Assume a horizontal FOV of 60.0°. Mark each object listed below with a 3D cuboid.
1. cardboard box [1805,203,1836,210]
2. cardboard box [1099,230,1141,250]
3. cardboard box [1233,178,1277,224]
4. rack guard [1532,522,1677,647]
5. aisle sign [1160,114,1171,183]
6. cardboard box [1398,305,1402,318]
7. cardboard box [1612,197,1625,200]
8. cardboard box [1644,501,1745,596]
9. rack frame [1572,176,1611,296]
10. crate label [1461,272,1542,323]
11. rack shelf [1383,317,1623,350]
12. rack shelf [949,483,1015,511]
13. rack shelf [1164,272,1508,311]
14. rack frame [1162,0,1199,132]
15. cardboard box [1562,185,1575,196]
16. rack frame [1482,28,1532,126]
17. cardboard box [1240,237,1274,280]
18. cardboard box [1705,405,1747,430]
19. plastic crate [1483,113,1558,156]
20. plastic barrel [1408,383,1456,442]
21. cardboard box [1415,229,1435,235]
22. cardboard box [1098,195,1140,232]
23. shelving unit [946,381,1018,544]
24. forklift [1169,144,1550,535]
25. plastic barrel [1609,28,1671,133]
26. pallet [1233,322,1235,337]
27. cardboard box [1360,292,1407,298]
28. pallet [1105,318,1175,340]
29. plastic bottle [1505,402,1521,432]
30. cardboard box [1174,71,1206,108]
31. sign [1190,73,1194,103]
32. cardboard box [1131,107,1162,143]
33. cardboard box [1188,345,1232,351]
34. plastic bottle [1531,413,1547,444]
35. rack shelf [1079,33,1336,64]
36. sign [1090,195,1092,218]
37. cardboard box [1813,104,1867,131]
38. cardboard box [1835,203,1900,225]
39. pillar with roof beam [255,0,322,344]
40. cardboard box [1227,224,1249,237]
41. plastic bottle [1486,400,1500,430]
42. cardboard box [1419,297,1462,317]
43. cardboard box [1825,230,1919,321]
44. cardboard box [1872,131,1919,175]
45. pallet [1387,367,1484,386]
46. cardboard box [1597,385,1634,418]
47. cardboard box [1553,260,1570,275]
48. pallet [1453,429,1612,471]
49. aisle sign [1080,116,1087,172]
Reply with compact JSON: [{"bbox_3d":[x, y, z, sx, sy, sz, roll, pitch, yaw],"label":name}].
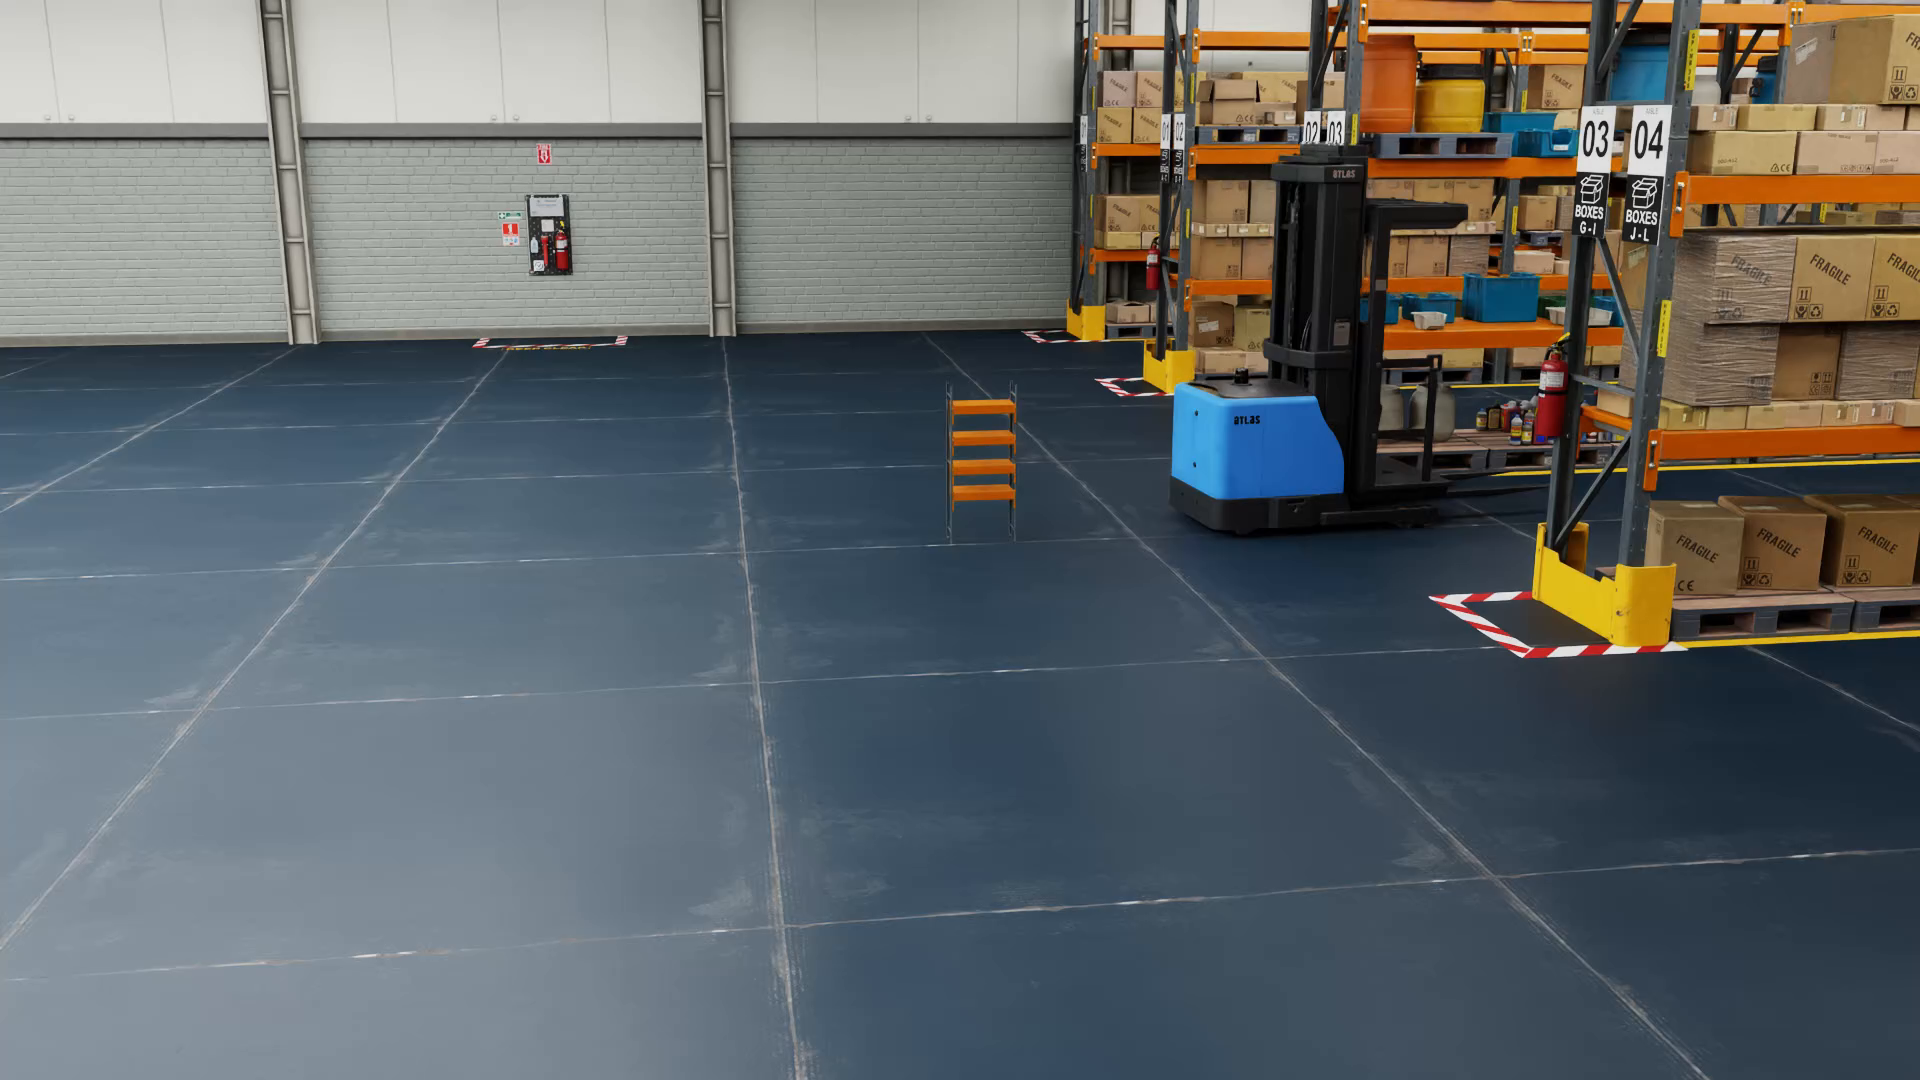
[{"bbox_3d":[13.255,-5.079,25.948,0.500,0.500,0.500,-2,14,-9],"label":"cardboard box"},{"bbox_3d":[2.337,-4.397,24.355,0.500,0.250,0.500,-3,14,-10],"label":"cardboard box"},{"bbox_3d":[3.584,-4.041,19.797,0.500,0.500,0.700,-2,14,-10],"label":"cardboard box"},{"bbox_3d":[4.096,0.265,10.636,0.348,0.500,1.175,-2,14,-8],"label":"rack guard"},{"bbox_3d":[2.441,-4.657,19.779,0.004,0.787,0.394,-2,14,-8],"label":"aisle sign"},{"bbox_3d":[5.089,-2.602,20.180,0.500,0.500,0.500,-2,14,-8],"label":"cardboard box"},{"bbox_3d":[10.234,-5.330,25.410,0.500,0.250,0.500,-2,14,-7],"label":"cardboard box"},{"bbox_3d":[4.641,0.046,10.648,0.500,0.500,0.500,1,14,2],"label":"cardboard box"},{"bbox_3d":[9.718,-4.809,25.730,0.127,3.000,1.000,-2,14,-8],"label":"rack frame"},{"bbox_3d":[5.063,-2.285,15.593,0.616,0.435,0.502,-2,14,-8],"label":"crate label"},{"bbox_3d":[5.261,-1.859,15.448,4.000,0.370,1.077,-2,14,-8],"label":"rack shelf"},{"bbox_3d":[0.164,-0.330,12.664,0.480,0.148,0.258,-2,14,-8],"label":"rack shelf"},{"bbox_3d":[4.527,-3.051,20.199,4.000,0.370,1.077,-2,14,-8],"label":"rack shelf"},{"bbox_3d":[2.549,-6.237,19.093,0.127,3.000,1.000,-2,14,-8],"label":"rack frame"},{"bbox_3d":[9.382,-5.365,25.506,0.250,0.149,0.380,-4,15,-16],"label":"cardboard box"},{"bbox_3d":[6.505,-6.382,19.671,0.127,3.000,1.000,-2,14,-8],"label":"rack frame"},{"bbox_3d":[3.531,-3.410,19.946,0.500,0.500,0.700,-2,14,-7],"label":"cardboard box"},{"bbox_3d":[4.589,-0.780,10.182,0.250,0.149,0.380,-2,14,-8],"label":"cardboard box"},{"bbox_3d":[5.124,-3.724,15.273,0.575,0.384,0.392,-2,14,-8],"label":"plastic crate"},{"bbox_3d":[4.419,-1.193,15.564,0.421,0.512,0.421,0,14,0],"label":"plastic barrel"},{"bbox_3d":[5.505,-3.746,19.952,0.250,0.149,0.380,-2,14,-8],"label":"cardboard box"},{"bbox_3d":[2.324,-4.764,24.279,0.500,0.500,0.500,-2,14,-8],"label":"cardboard box"},{"bbox_3d":[0.164,-0.588,12.600,0.503,1.200,0.258,-2,14,-8],"label":"shelving unit"},{"bbox_3d":[3.284,-1.633,13.208,3.031,2.935,1.130,-4,15,-14],"label":"forklift"},{"bbox_3d":[6.239,-4.172,15.131,0.708,0.901,0.600,-2,14,-8],"label":"plastic barrel"},{"bbox_3d":[3.895,-3.233,25.180,1.213,0.211,1.003,-2,14,-8],"label":"pallet"},{"bbox_3d":[6.488,-3.695,25.525,0.500,0.500,0.700,-2,14,-6],"label":"cardboard box"},{"bbox_3d":[2.691,-3.190,25.007,1.213,0.211,1.003,-2,14,-8],"label":"pallet"},{"bbox_3d":[5.304,-1.181,15.942,0.133,0.283,0.061,-2,14,-8],"label":"plastic bottle"},{"bbox_3d":[3.233,-6.500,24.004,0.500,0.500,0.500,-2,14,-7],"label":"cardboard box"},{"bbox_3d":[2.626,-5.111,18.809,0.005,0.325,0.100,-2,14,-8],"label":"sign"},{"bbox_3d":[2.712,-5.995,24.046,0.500,0.500,0.500,-1,14,-5],"label":"cardboard box"},{"bbox_3d":[3.036,-2.288,20.467,0.500,0.250,0.500,-2,14,-8],"label":"cardboard box"},{"bbox_3d":[5.349,-1.026,15.327,0.133,0.283,0.061,-2,14,-7],"label":"plastic bottle"},{"bbox_3d":[3.785,-7.151,24.221,4.000,0.370,1.077,-2,14,-8],"label":"rack shelf"},{"bbox_3d":[1.889,-4.808,23.948,0.005,0.325,0.100,-2,14,-8],"label":"sign"},{"bbox_3d":[5.110,-2.492,9.814,0.250,0.149,0.380,-2,14,-6],"label":"cardboard box"},{"bbox_3d":[14.212,-5.115,26.334,0.700,0.700,0.980,-2,14,-7],"label":"cardboard box"},{"bbox_3d":[-8.854,-6.192,18.912,0.400,9.000,9.100,-2,14,-8],"label":"pillar with roof beam"},{"bbox_3d":[3.230,-3.663,19.623,0.250,0.149,0.380,-2,14,-10],"label":"cardboard box"},{"bbox_3d":[5.147,-1.212,16.069,0.133,0.283,0.061,-2,14,-7],"label":"plastic bottle"},{"bbox_3d":[5.999,-2.765,20.826,0.500,0.500,0.500,-2,14,-8],"label":"cardboard box"},{"bbox_3d":[5.595,-1.611,10.108,0.500,0.500,0.500,-2,14,-8],"label":"cardboard box"},{"bbox_3d":[5.536,-2.319,9.944,0.500,0.250,0.500,-2,14,-9],"label":"cardboard box"},{"bbox_3d":[5.712,-2.101,20.665,1.213,0.211,1.003,-2,14,-8],"label":"pallet"},{"bbox_3d":[4.272,-0.882,10.591,0.250,0.149,0.380,-2,14,-8],"label":"cardboard box"},{"bbox_3d":[7.411,-3.333,20.363,0.250,0.149,0.380,-2,14,-8],"label":"cardboard box"},{"bbox_3d":[5.360,-0.869,15.752,1.213,0.211,1.003,-2,14,-8],"label":"pallet"},{"bbox_3d":[1.781,-5.705,23.959,0.004,0.787,0.394,-2,14,-8],"label":"aisle sign"}]
